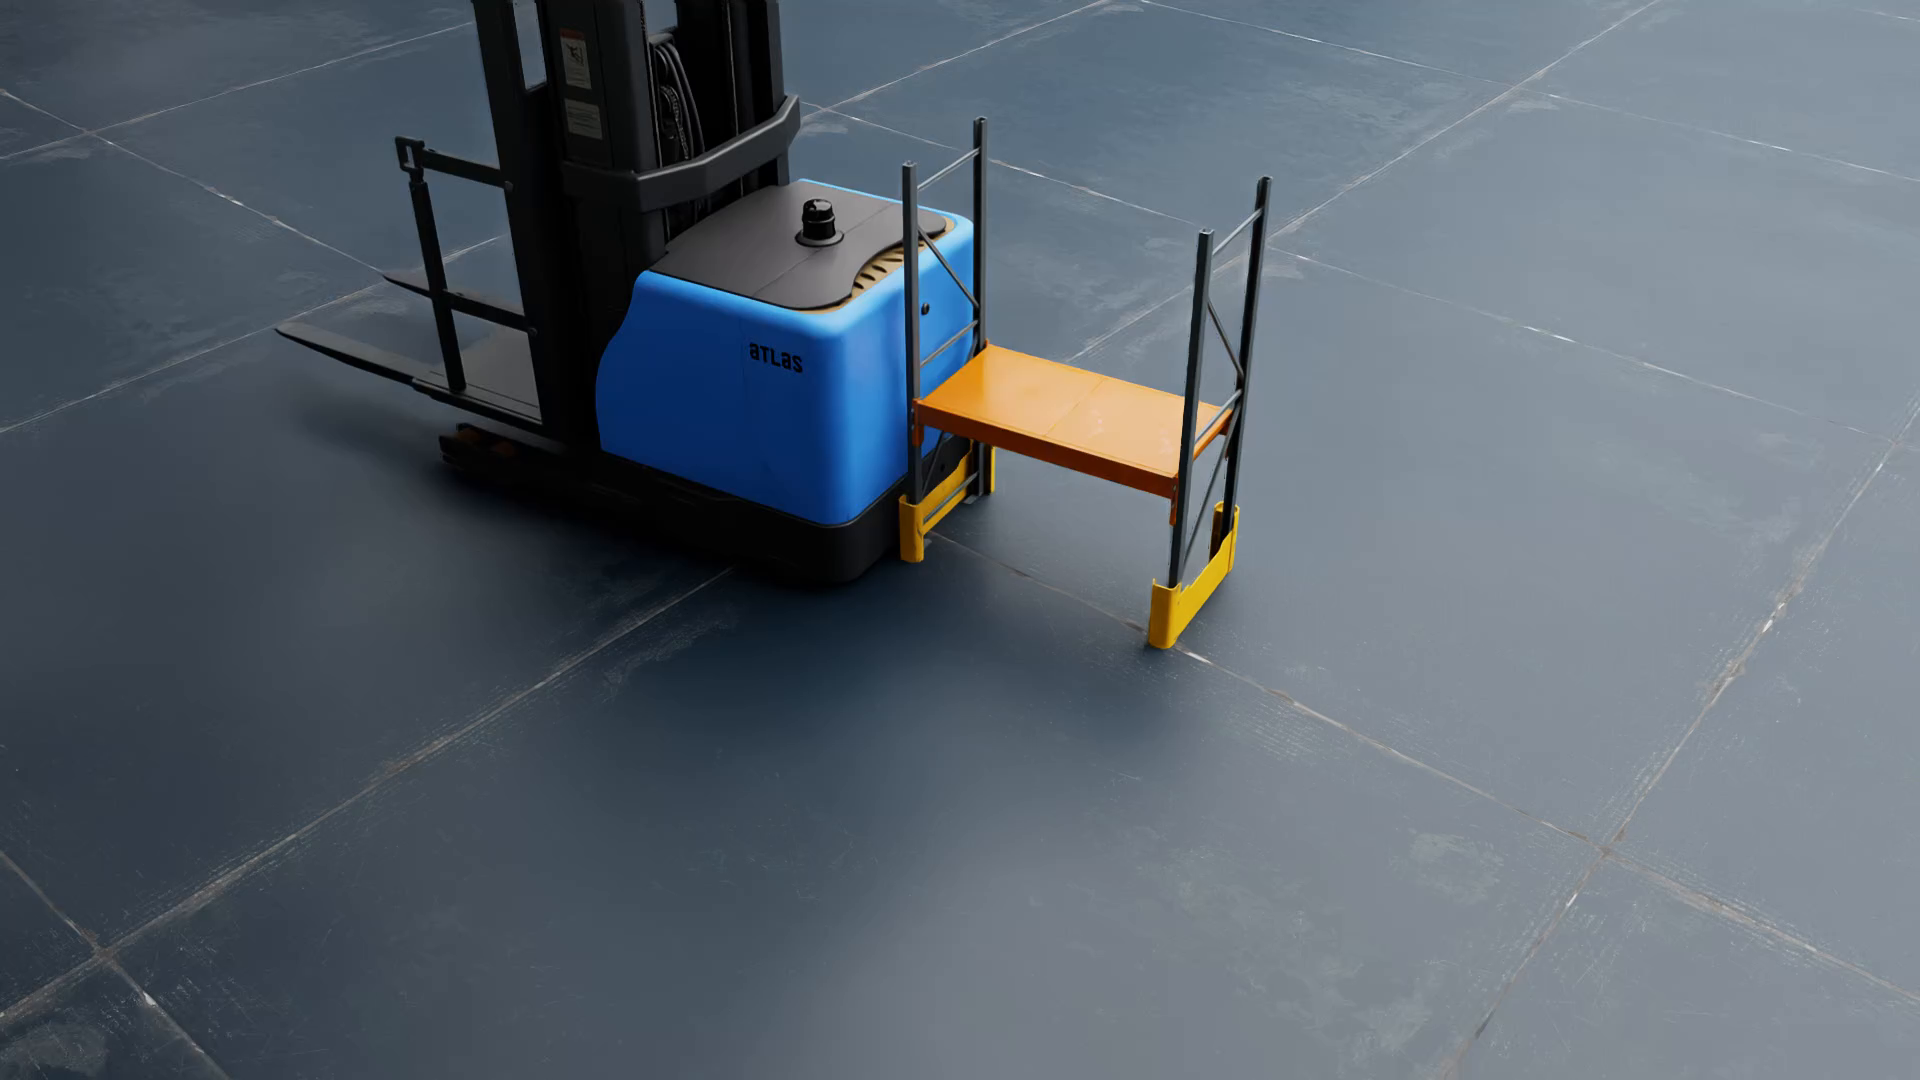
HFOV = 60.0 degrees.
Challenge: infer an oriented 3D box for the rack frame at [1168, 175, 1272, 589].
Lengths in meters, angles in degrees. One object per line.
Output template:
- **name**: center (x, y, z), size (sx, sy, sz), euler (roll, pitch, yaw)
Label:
- **rack frame**: center (0.833, -0.393, 5.423), size (0.032, 1.500, 0.500), euler (18, 39, 25)

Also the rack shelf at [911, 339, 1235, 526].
- **rack shelf**: center (0.394, -0.390, 5.736), size (1.000, 0.185, 0.538), euler (18, 39, 25)

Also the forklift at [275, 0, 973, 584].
- **forklift**: center (-1.451, -1.660, 6.004), size (3.031, 2.935, 1.130), euler (18, 38, 25)

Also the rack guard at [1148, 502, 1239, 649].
- **rack guard**: center (0.816, 0.117, 5.784), size (0.087, 0.250, 0.587), euler (18, 39, 25)

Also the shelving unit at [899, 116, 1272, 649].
- **shelving unit**: center (0.386, -0.541, 5.638), size (1.083, 1.500, 0.587), euler (18, 39, 25)

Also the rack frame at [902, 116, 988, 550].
- **rack frame**: center (-0.045, -0.683, 5.846), size (0.032, 1.500, 0.500), euler (18, 39, 25)

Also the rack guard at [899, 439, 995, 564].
- **rack guard**: center (-0.044, -0.168, 6.199), size (0.087, 0.250, 0.587), euler (18, 39, 25)
